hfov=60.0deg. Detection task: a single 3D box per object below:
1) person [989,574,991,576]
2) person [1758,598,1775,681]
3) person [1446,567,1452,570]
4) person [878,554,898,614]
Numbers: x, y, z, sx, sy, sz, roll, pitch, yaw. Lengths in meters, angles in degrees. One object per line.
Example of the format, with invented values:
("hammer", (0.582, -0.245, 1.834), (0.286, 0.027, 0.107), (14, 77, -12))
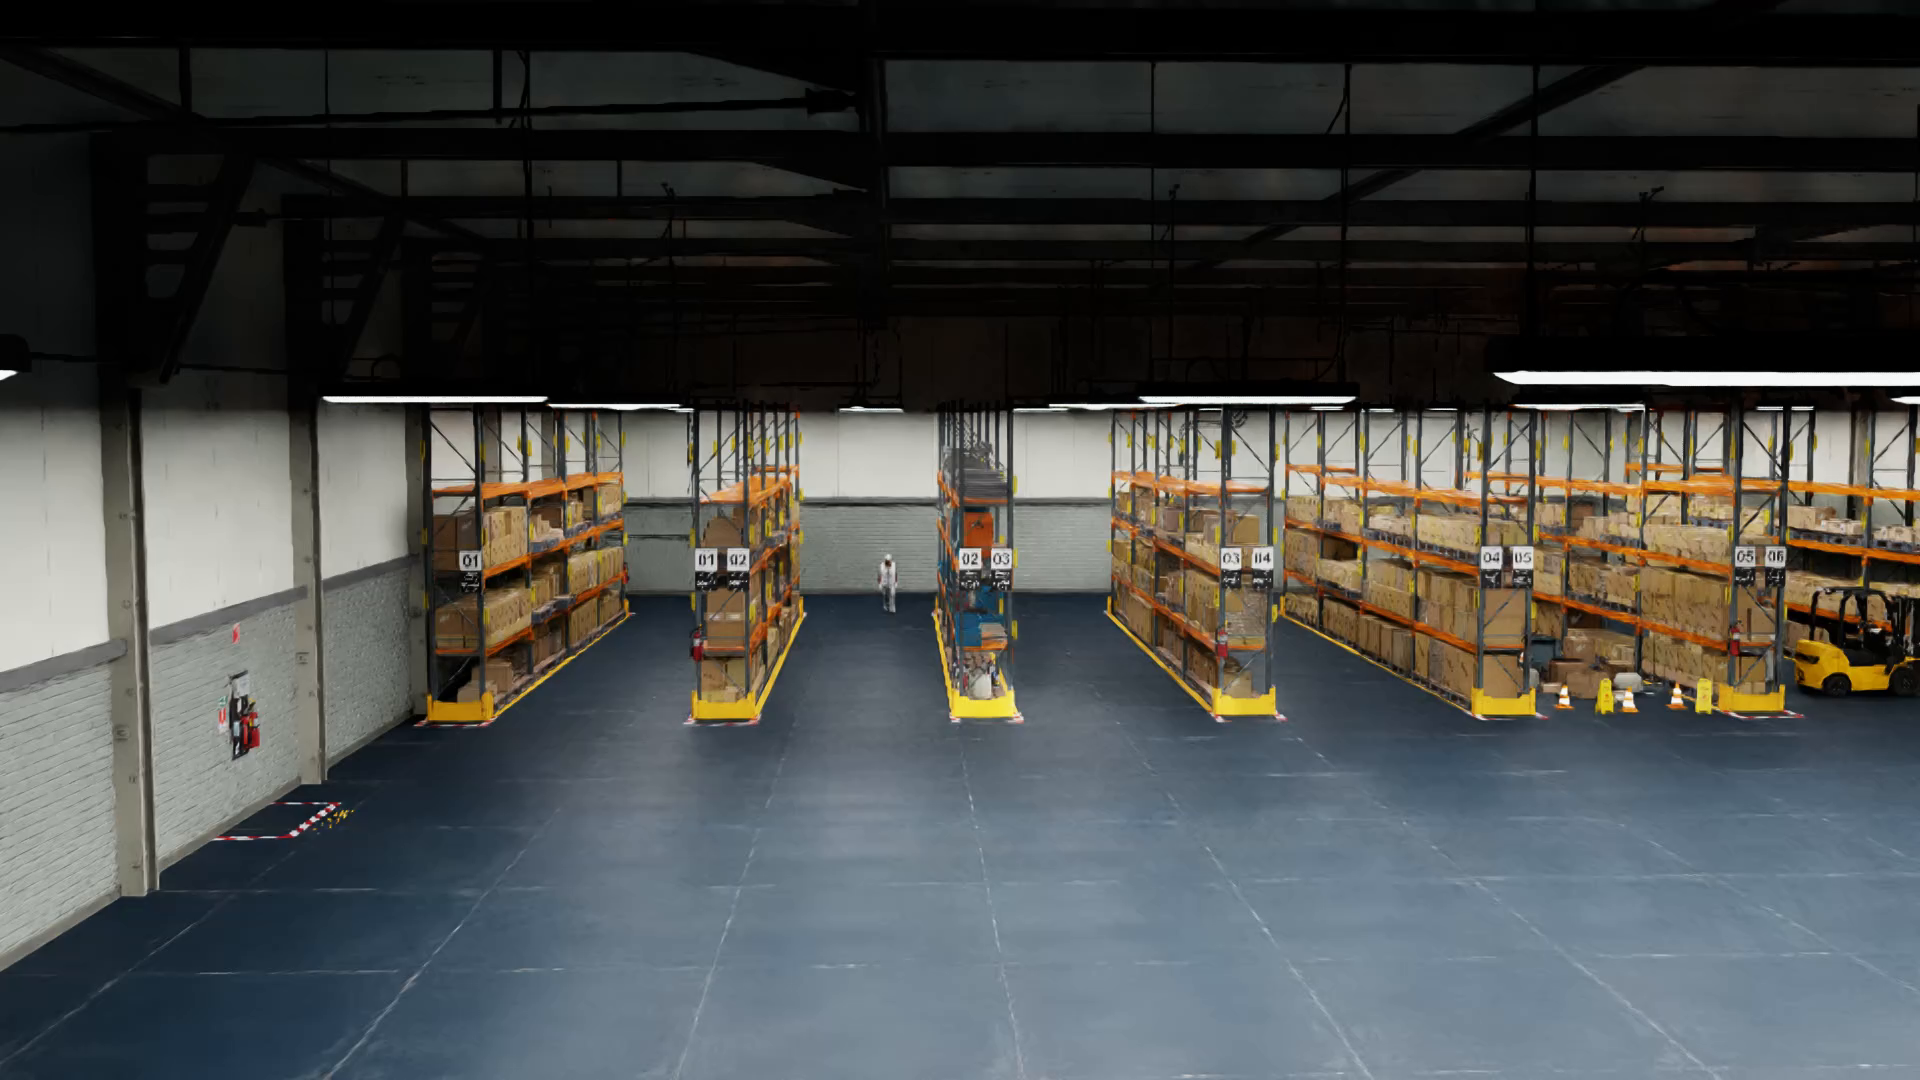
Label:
("person", (0.840, 1.478, 44.545), (0.577, 1.740, 0.701), (-3, 5, -33))
("person", (17.226, 2.129, 35.642), (0.504, 1.759, 0.588), (2, 5, 27))
("person", (12.929, 1.550, 44.100), (0.567, 1.627, 0.617), (1, 5, 17))
("person", (-2.072, 1.219, 47.744), (0.566, 1.678, 1.109), (0, 4, 0))
